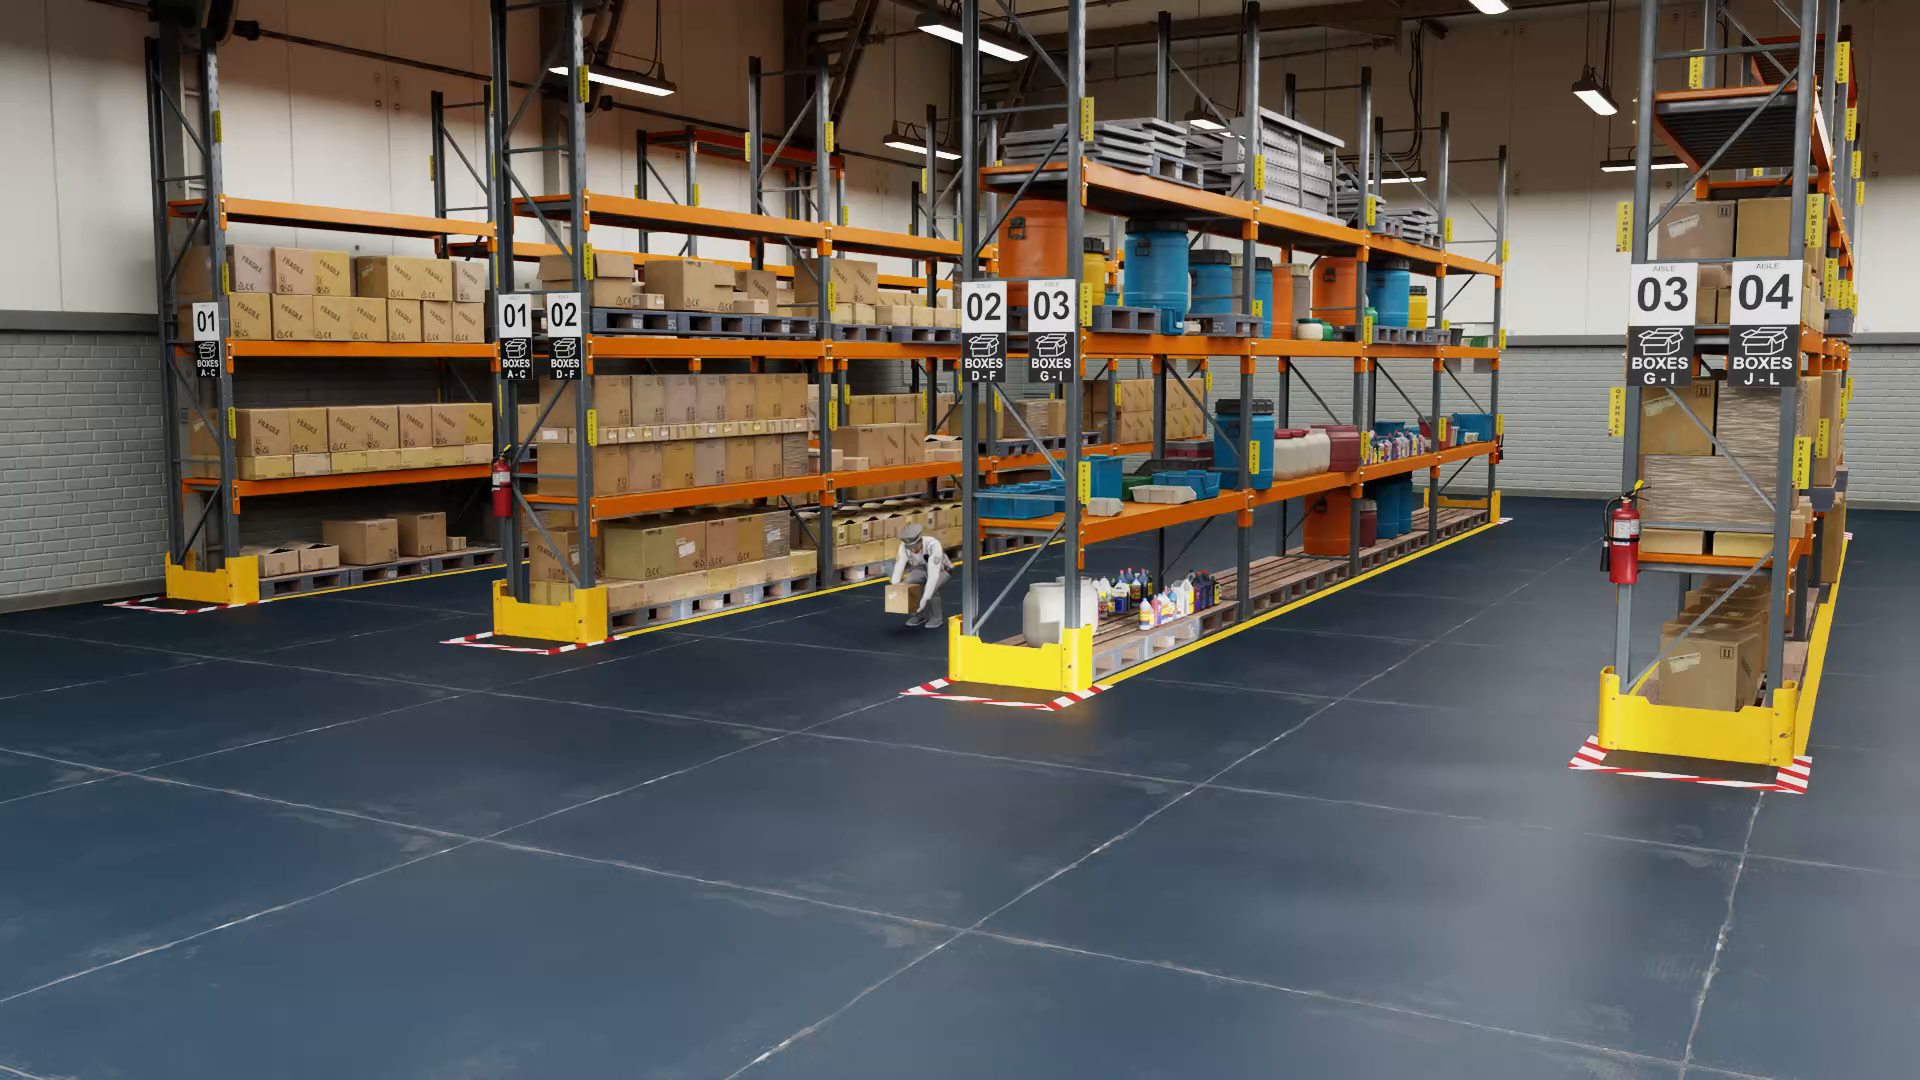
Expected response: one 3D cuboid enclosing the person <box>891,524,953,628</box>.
[{"bbox_3d":[-0.351,0.338,16.188,0.499,1.036,0.819,3,7,28],"label":"person"}]
